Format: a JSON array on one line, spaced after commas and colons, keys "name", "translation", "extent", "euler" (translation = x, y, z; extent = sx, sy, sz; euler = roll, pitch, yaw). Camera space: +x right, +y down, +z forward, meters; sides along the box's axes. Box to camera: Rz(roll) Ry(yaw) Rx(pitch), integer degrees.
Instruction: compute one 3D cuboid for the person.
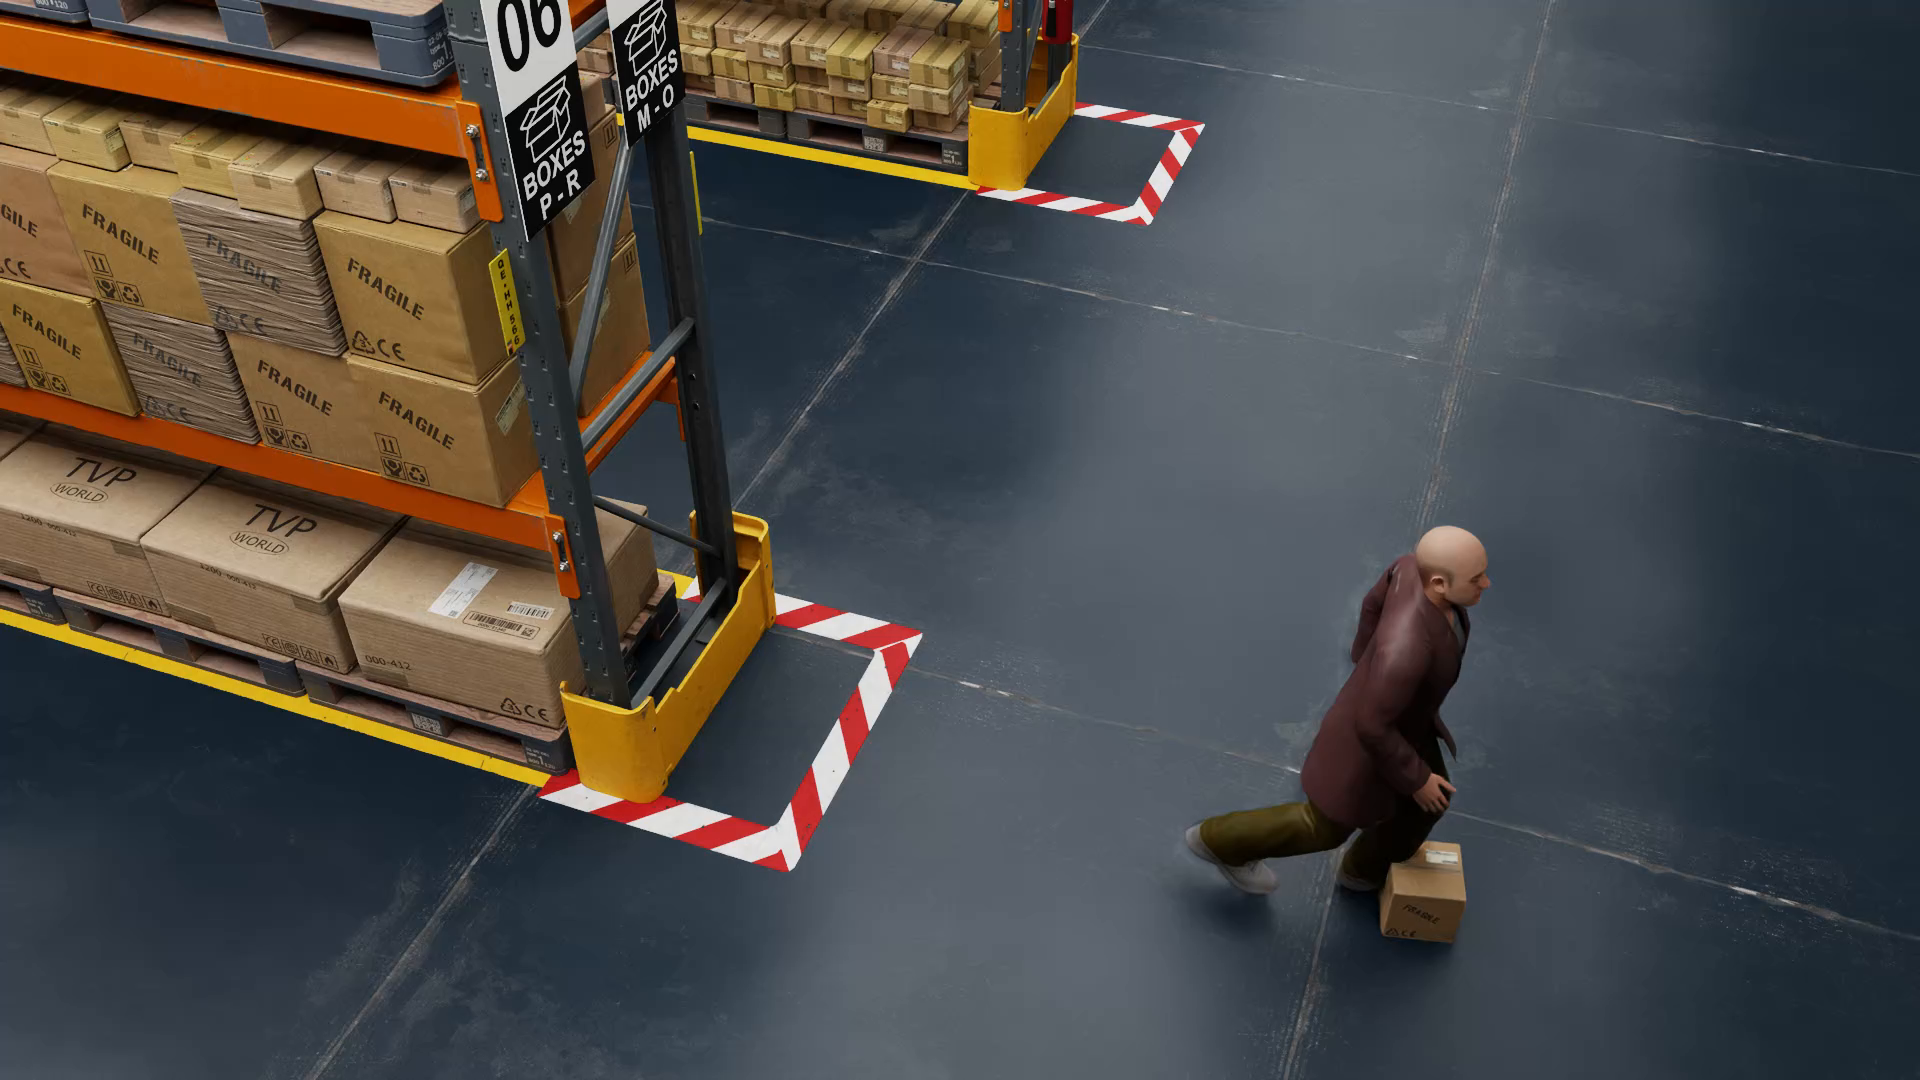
[{"name": "person", "translation": [1.281, 0.592, 5.498], "extent": [0.890, 1.721, 0.667], "euler": [19, 44, 21]}]
